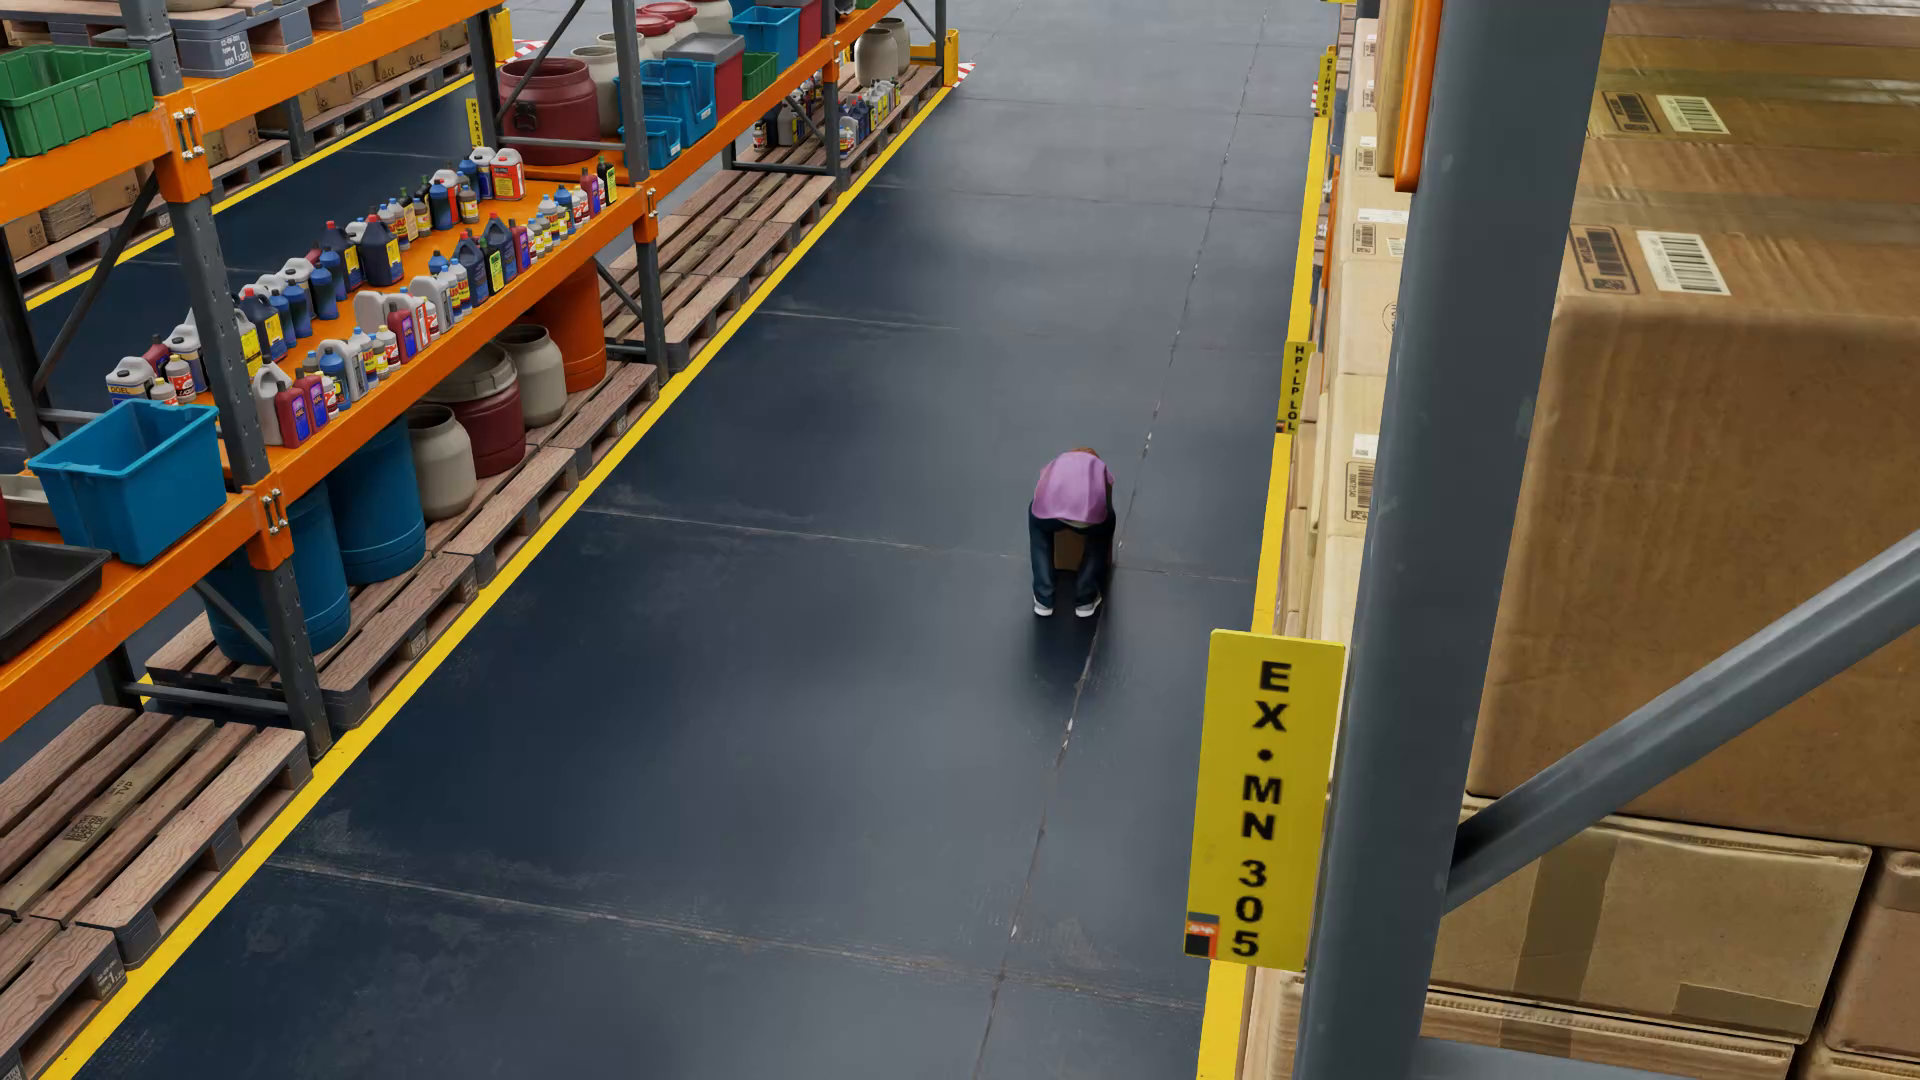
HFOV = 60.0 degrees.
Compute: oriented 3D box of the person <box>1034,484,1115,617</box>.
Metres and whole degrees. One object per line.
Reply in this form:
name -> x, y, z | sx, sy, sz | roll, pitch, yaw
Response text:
person -> 0.549, -0.044, 8.050 | 0.360, 0.781, 0.716 | 5, 30, 8
